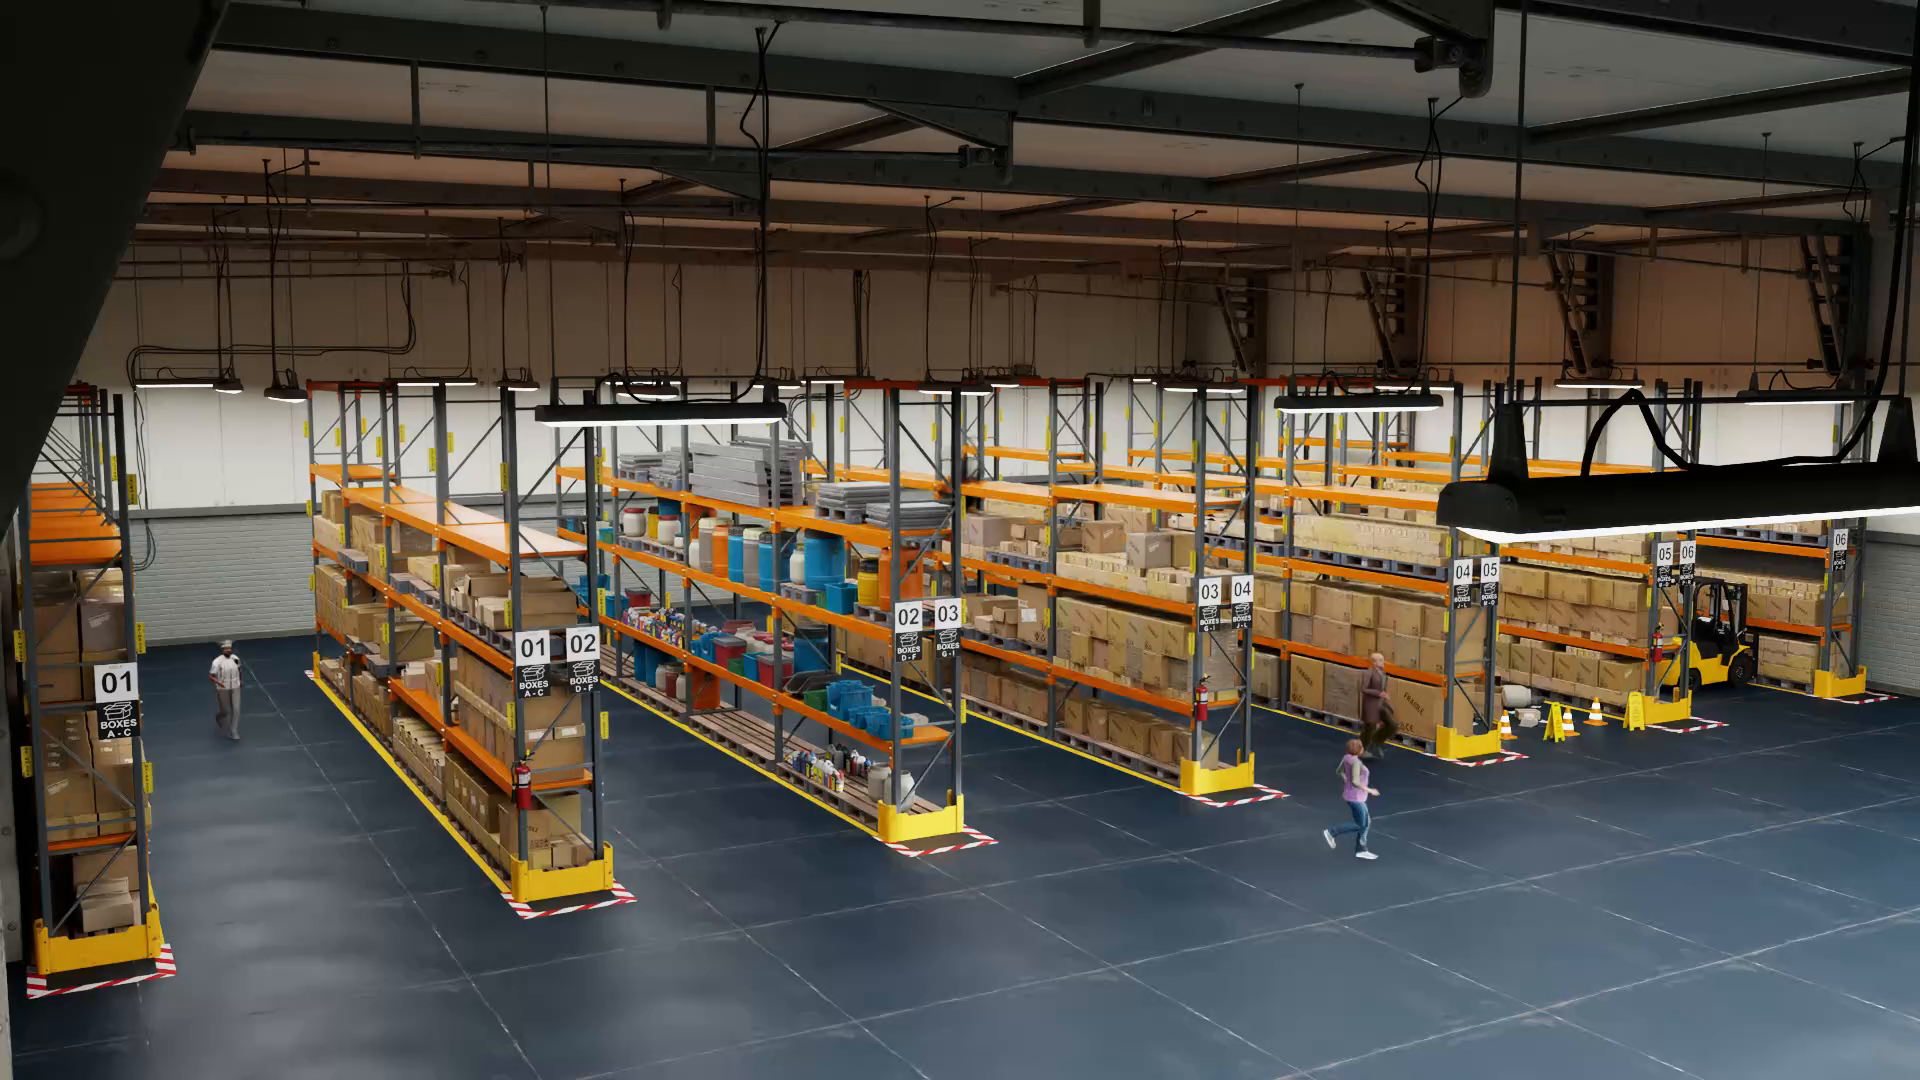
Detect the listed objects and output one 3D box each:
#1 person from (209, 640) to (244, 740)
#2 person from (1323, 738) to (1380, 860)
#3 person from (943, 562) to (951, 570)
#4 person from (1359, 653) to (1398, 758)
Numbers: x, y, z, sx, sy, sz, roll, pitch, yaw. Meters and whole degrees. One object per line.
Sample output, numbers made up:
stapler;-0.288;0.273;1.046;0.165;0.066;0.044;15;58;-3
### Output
person;-12.391;2.516;28.157;0.578;1.684;0.782;-6;8;-42
person;4.986;3.308;21.221;0.723;1.574;0.545;0;6;-2
person;-0.318;1.358;38.695;0.696;1.825;0.744;-3;7;-29
person;6.626;2.647;26.499;0.729;1.727;0.790;-5;8;-39
